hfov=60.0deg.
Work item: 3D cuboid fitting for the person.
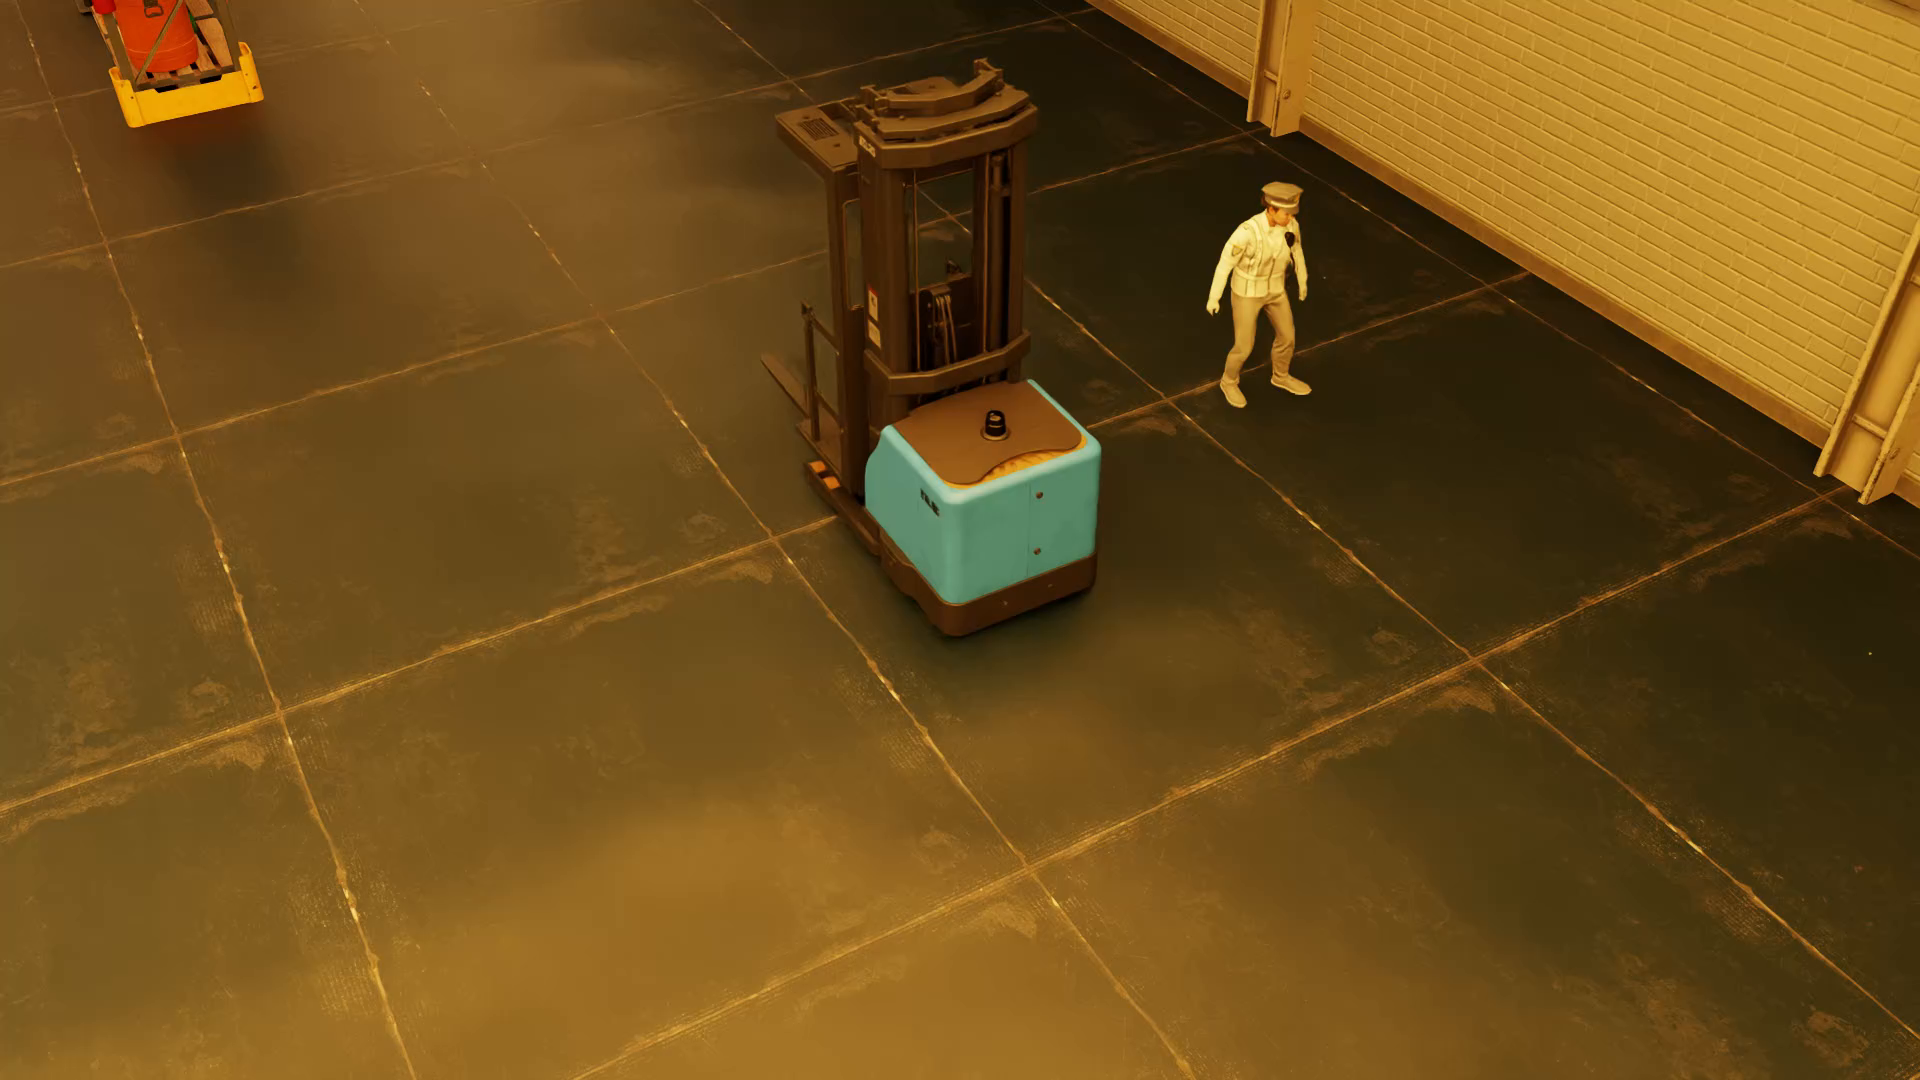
[{"bbox_3d":[2.031,-1.636,11.028,0.781,1.638,0.373,-15,42,-17],"label":"person"}]

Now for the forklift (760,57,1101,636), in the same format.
[{"bbox_3d":[-0.352,-1.499,9.844,1.130,2.935,3.031,-20,44,-22],"label":"forklift"}]
